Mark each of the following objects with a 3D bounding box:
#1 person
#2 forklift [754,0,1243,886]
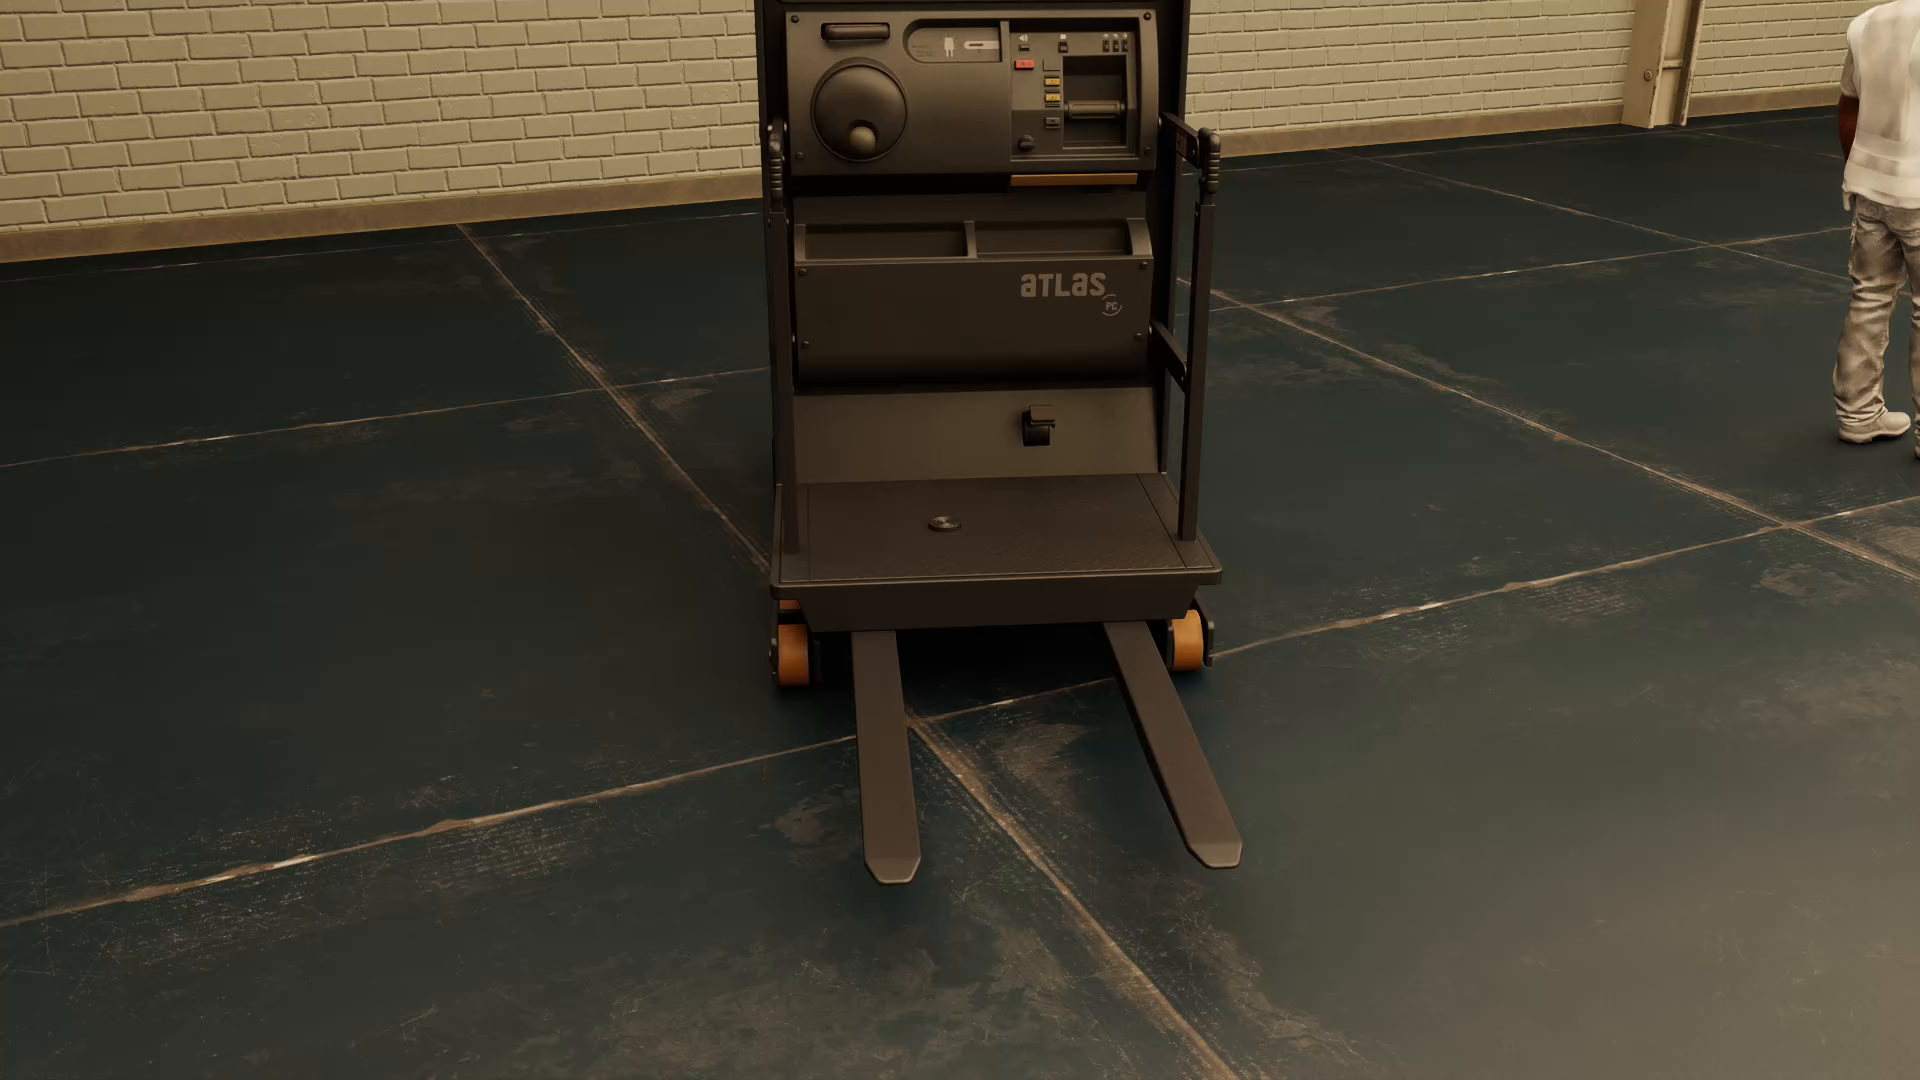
[{"bbox_3d":[3.284,-1.187,5.621,0.576,1.783,0.657,-6,23,-13],"label":"person"},{"bbox_3d":[0.054,-1.113,3.966,1.130,2.935,3.031,-2,23,-5],"label":"forklift"}]
